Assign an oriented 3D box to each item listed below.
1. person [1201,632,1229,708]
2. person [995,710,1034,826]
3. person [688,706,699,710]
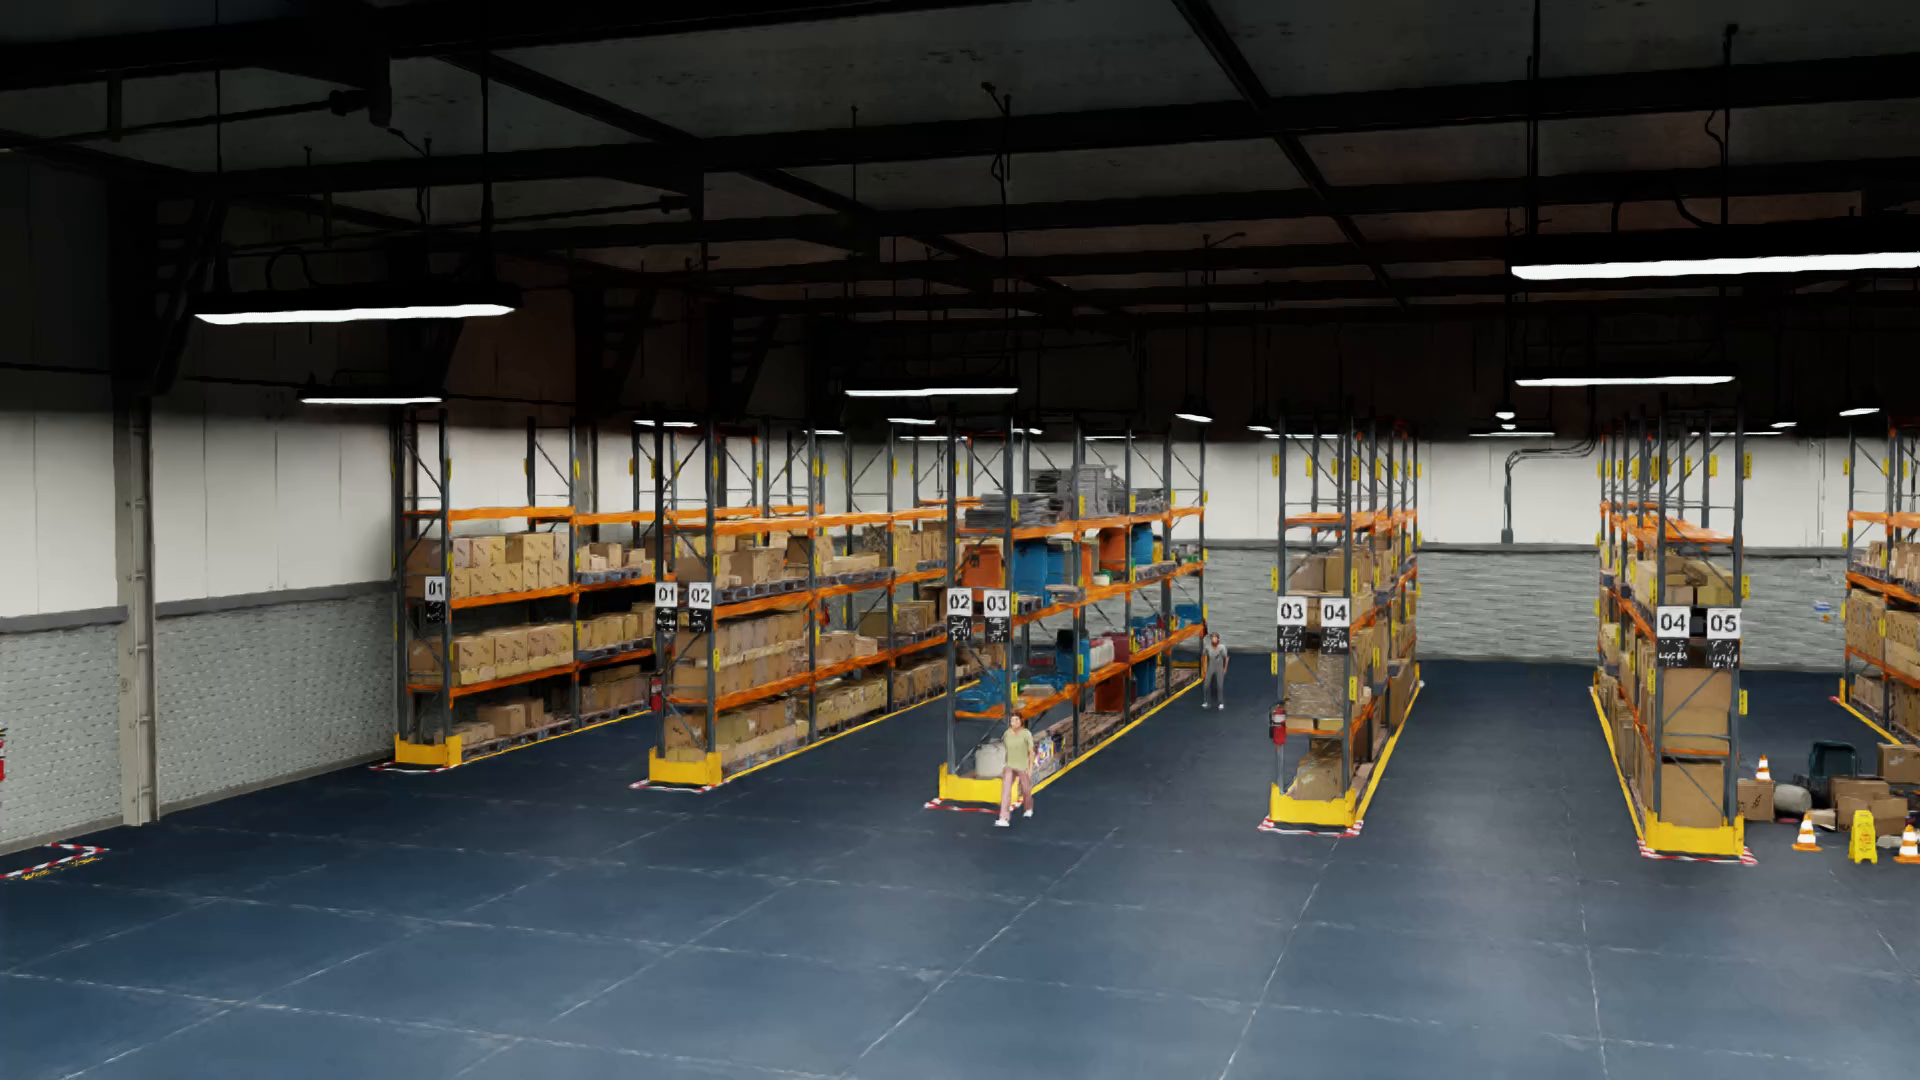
[{"bbox_3d":[5.318,2.713,34.698,0.580,1.618,0.507,1,3,17],"label":"person"},{"bbox_3d":[0.819,3.183,23.428,0.446,1.591,1.110,1,3,16],"label":"person"},{"bbox_3d":[-5.454,2.683,34.520,0.386,1.653,0.596,0,2,-4],"label":"person"}]
